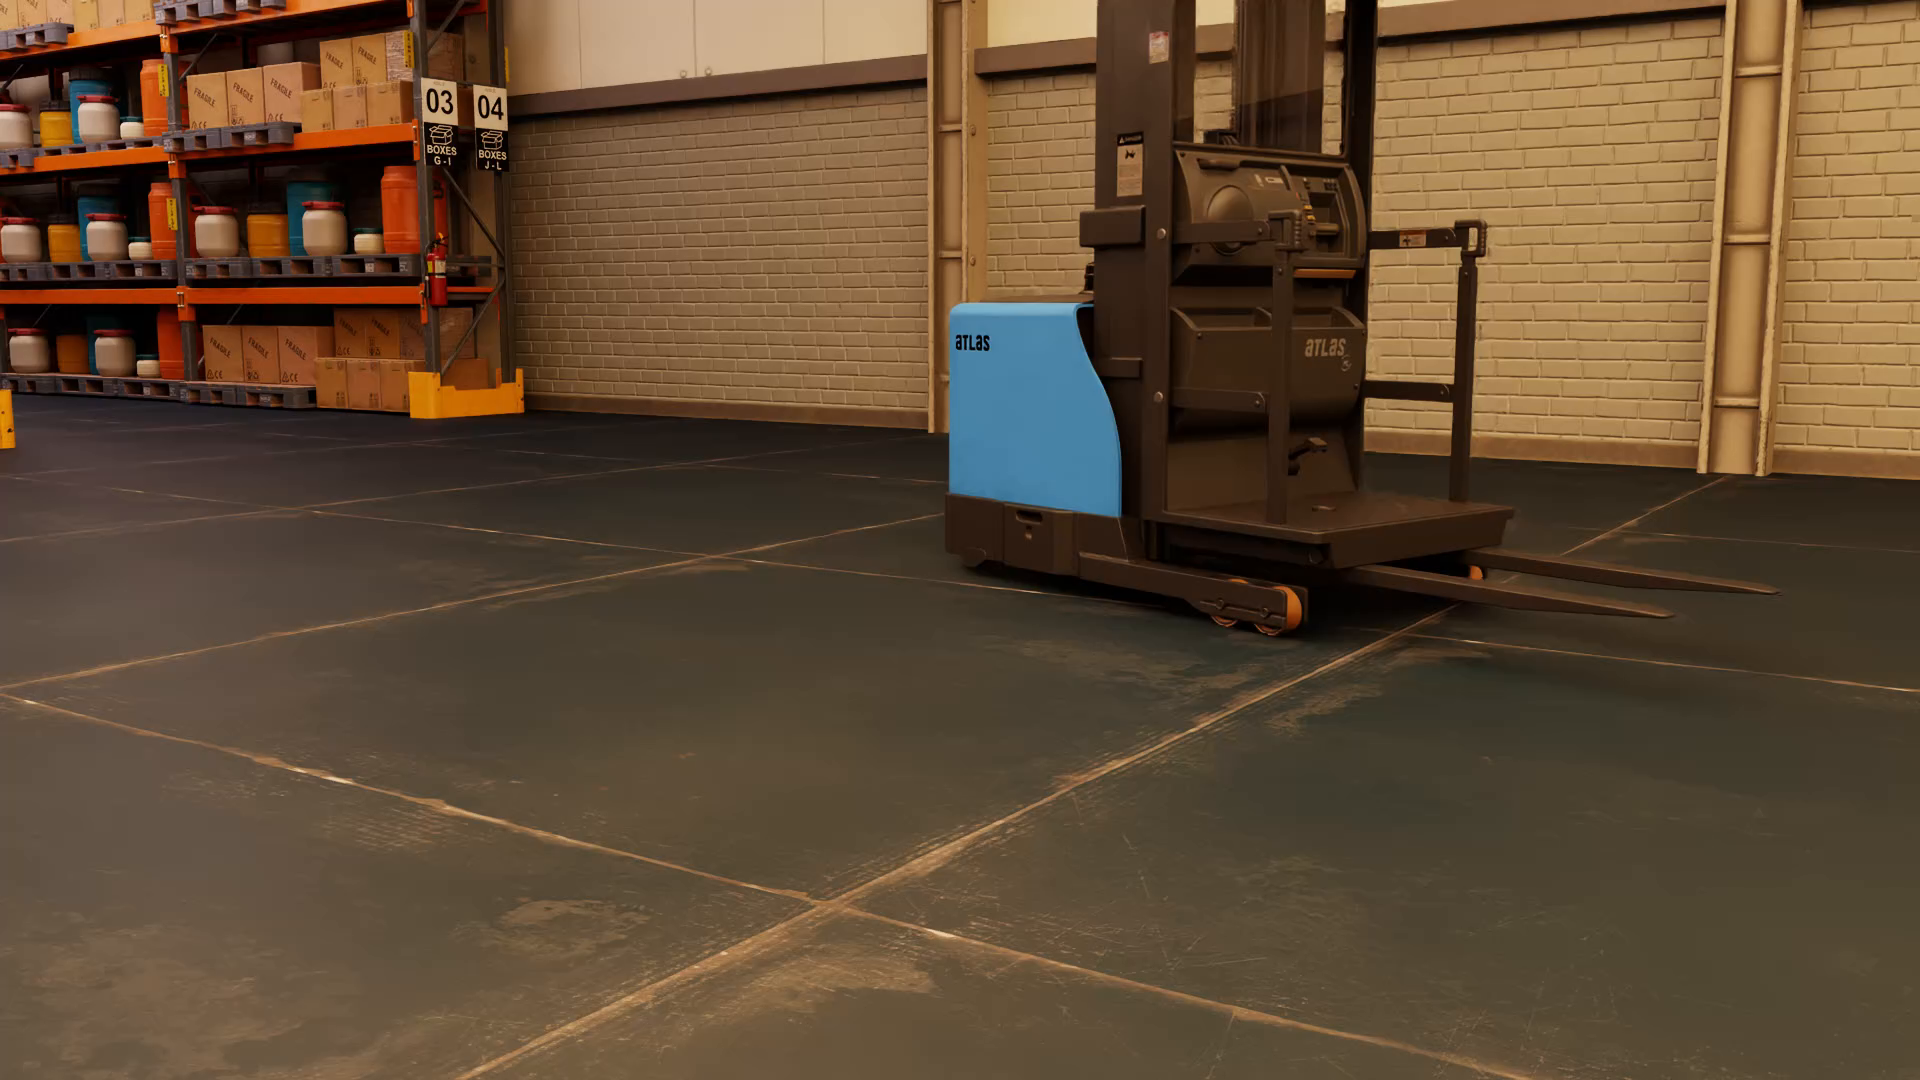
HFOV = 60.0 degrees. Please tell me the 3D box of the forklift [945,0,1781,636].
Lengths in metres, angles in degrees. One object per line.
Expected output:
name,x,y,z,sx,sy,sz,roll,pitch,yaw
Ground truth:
forklift,1.248,-1.217,5.753,1.130,2.935,3.031,-6,10,-38
